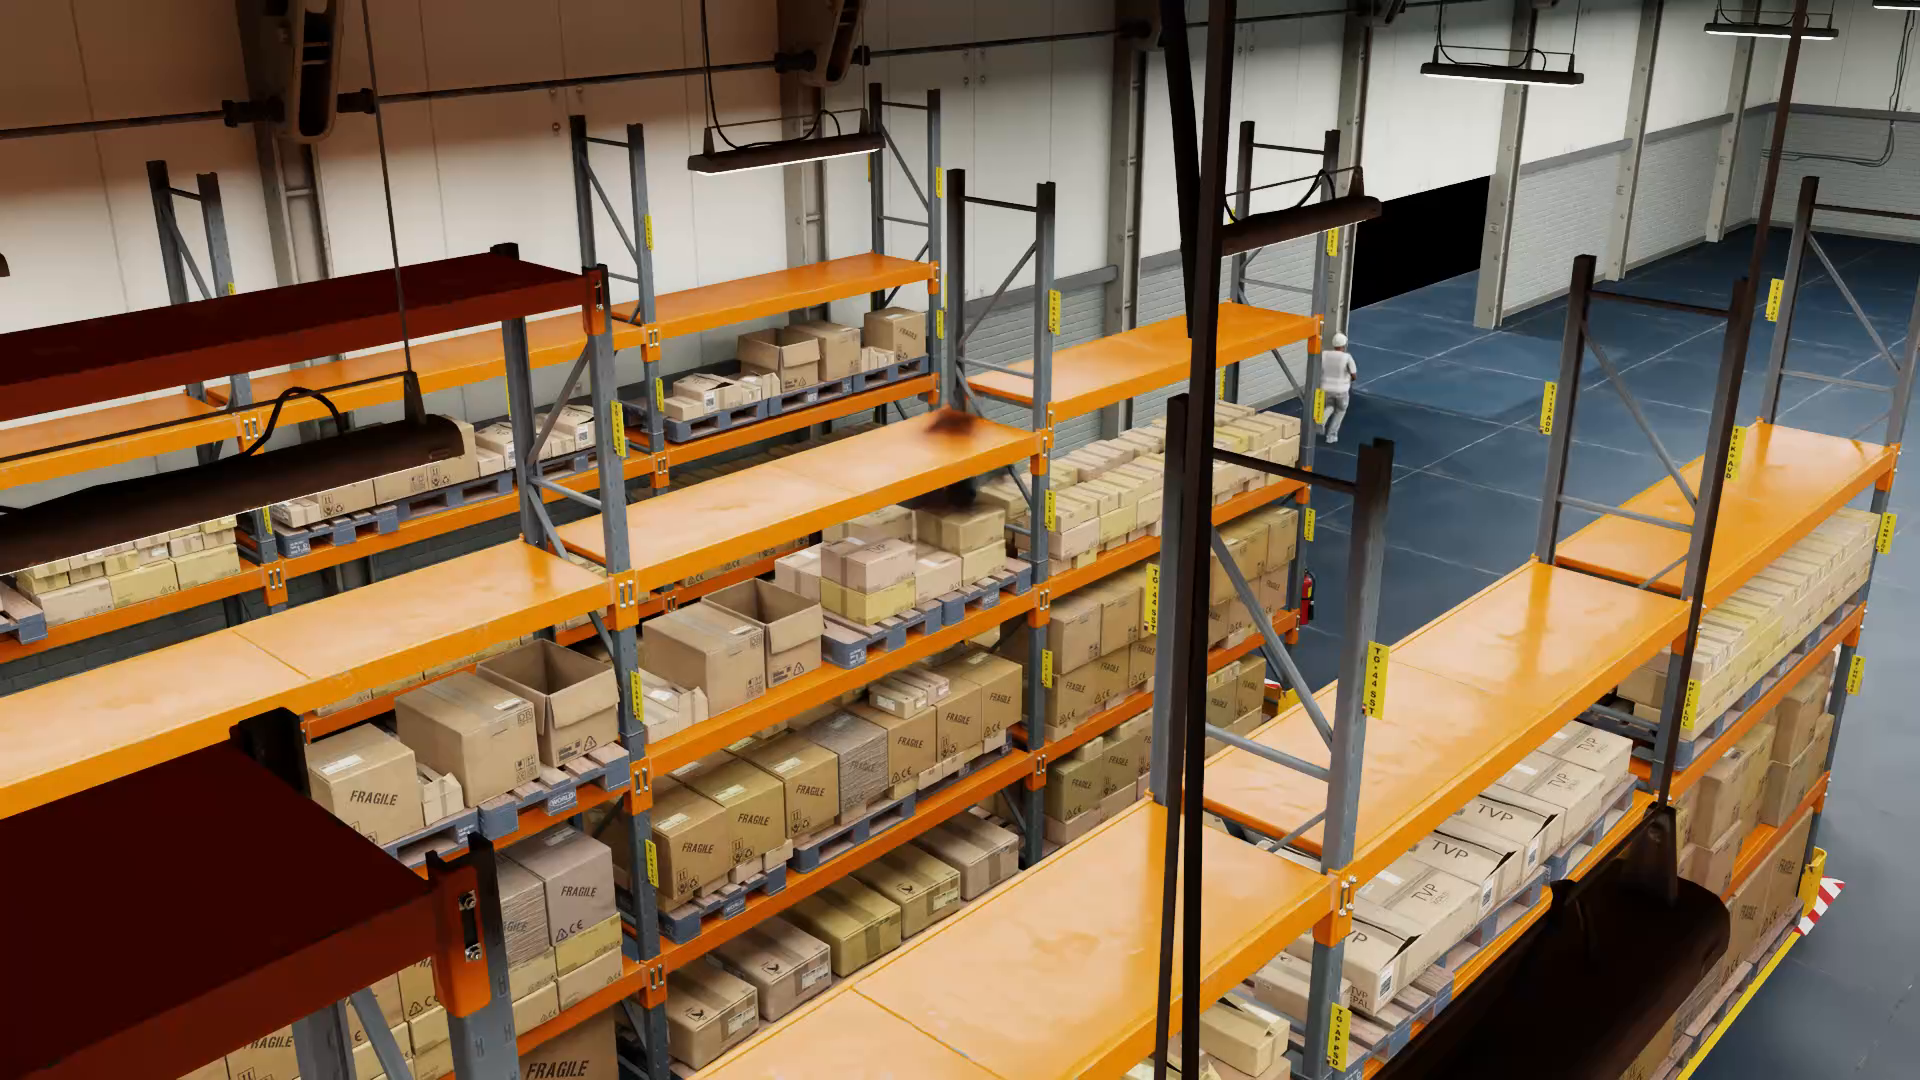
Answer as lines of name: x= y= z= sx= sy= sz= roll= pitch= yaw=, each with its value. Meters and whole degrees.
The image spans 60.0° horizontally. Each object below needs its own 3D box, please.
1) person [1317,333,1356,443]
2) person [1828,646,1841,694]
person: x=5.801 y=-2.349 z=25.692 sx=0.685 sy=1.736 sz=0.597 roll=14 pitch=25 yaw=32
person: x=7.938 y=1.484 z=15.694 sx=0.667 sy=1.759 sz=0.987 roll=-1 pitch=21 yaw=-3
